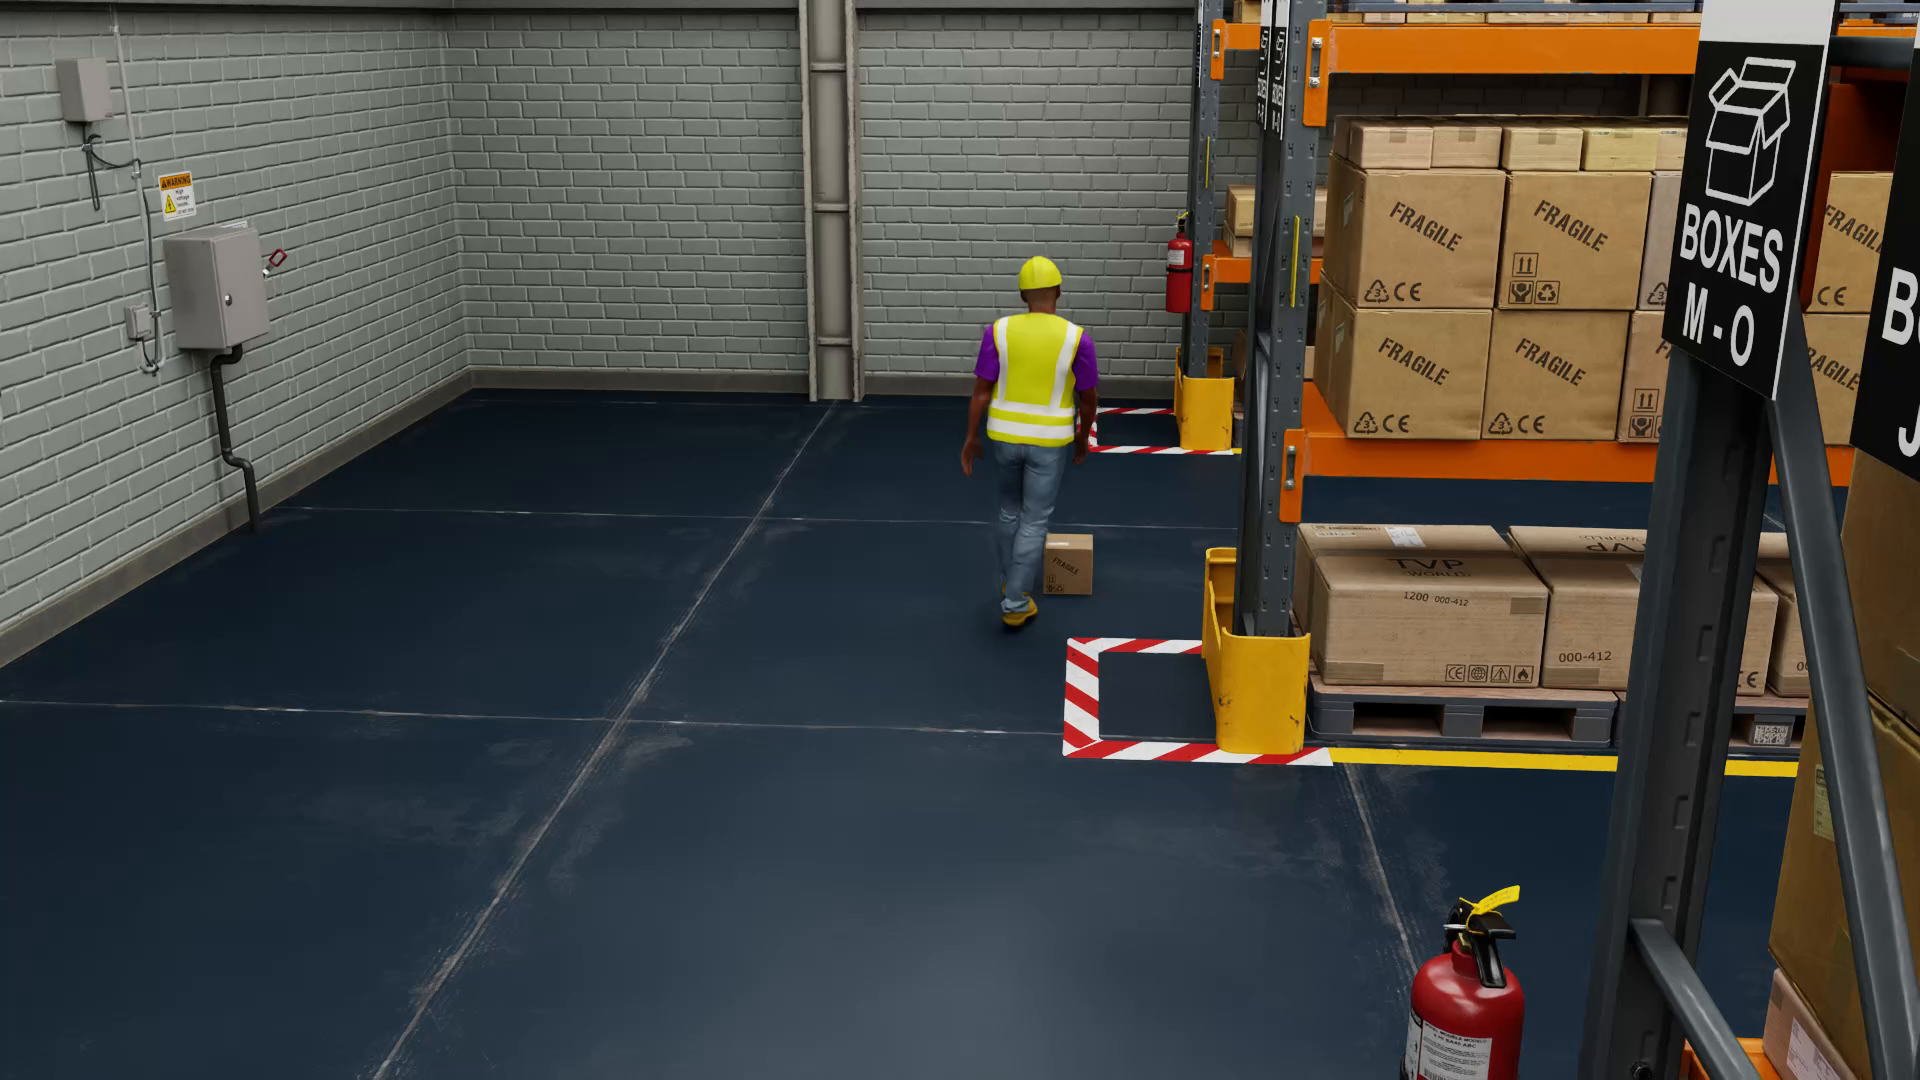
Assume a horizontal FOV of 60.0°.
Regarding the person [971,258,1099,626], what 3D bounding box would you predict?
[{"bbox_3d":[0.413,-0.532,8.163,0.582,1.722,0.936,5,18,17],"label":"person"}]
